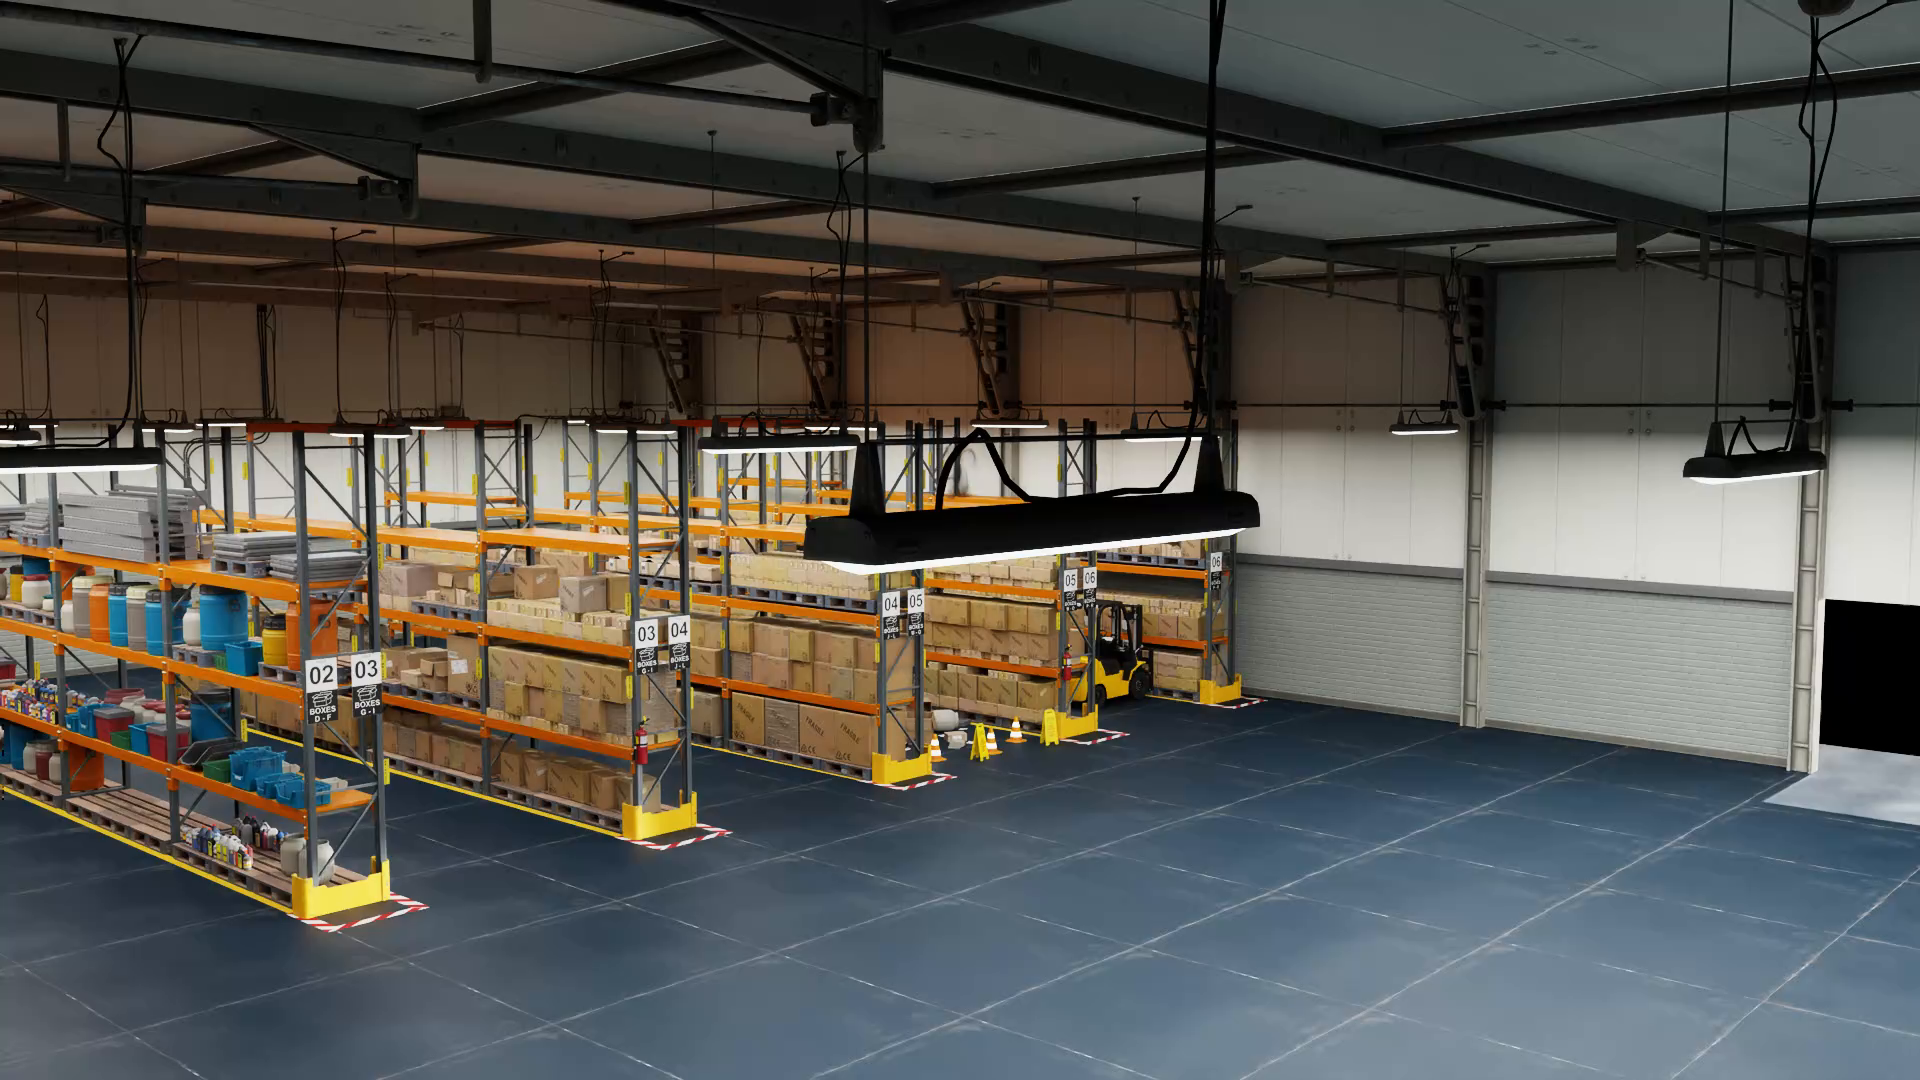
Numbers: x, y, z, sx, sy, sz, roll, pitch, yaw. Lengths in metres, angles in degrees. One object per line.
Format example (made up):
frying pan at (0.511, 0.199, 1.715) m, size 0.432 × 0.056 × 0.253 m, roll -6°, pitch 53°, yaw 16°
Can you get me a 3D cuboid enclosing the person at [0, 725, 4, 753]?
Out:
person at (-15.032, 3.408, 25.494) m, size 0.686 × 1.710 × 0.931 m, roll -4°, pitch 6°, yaw -43°
